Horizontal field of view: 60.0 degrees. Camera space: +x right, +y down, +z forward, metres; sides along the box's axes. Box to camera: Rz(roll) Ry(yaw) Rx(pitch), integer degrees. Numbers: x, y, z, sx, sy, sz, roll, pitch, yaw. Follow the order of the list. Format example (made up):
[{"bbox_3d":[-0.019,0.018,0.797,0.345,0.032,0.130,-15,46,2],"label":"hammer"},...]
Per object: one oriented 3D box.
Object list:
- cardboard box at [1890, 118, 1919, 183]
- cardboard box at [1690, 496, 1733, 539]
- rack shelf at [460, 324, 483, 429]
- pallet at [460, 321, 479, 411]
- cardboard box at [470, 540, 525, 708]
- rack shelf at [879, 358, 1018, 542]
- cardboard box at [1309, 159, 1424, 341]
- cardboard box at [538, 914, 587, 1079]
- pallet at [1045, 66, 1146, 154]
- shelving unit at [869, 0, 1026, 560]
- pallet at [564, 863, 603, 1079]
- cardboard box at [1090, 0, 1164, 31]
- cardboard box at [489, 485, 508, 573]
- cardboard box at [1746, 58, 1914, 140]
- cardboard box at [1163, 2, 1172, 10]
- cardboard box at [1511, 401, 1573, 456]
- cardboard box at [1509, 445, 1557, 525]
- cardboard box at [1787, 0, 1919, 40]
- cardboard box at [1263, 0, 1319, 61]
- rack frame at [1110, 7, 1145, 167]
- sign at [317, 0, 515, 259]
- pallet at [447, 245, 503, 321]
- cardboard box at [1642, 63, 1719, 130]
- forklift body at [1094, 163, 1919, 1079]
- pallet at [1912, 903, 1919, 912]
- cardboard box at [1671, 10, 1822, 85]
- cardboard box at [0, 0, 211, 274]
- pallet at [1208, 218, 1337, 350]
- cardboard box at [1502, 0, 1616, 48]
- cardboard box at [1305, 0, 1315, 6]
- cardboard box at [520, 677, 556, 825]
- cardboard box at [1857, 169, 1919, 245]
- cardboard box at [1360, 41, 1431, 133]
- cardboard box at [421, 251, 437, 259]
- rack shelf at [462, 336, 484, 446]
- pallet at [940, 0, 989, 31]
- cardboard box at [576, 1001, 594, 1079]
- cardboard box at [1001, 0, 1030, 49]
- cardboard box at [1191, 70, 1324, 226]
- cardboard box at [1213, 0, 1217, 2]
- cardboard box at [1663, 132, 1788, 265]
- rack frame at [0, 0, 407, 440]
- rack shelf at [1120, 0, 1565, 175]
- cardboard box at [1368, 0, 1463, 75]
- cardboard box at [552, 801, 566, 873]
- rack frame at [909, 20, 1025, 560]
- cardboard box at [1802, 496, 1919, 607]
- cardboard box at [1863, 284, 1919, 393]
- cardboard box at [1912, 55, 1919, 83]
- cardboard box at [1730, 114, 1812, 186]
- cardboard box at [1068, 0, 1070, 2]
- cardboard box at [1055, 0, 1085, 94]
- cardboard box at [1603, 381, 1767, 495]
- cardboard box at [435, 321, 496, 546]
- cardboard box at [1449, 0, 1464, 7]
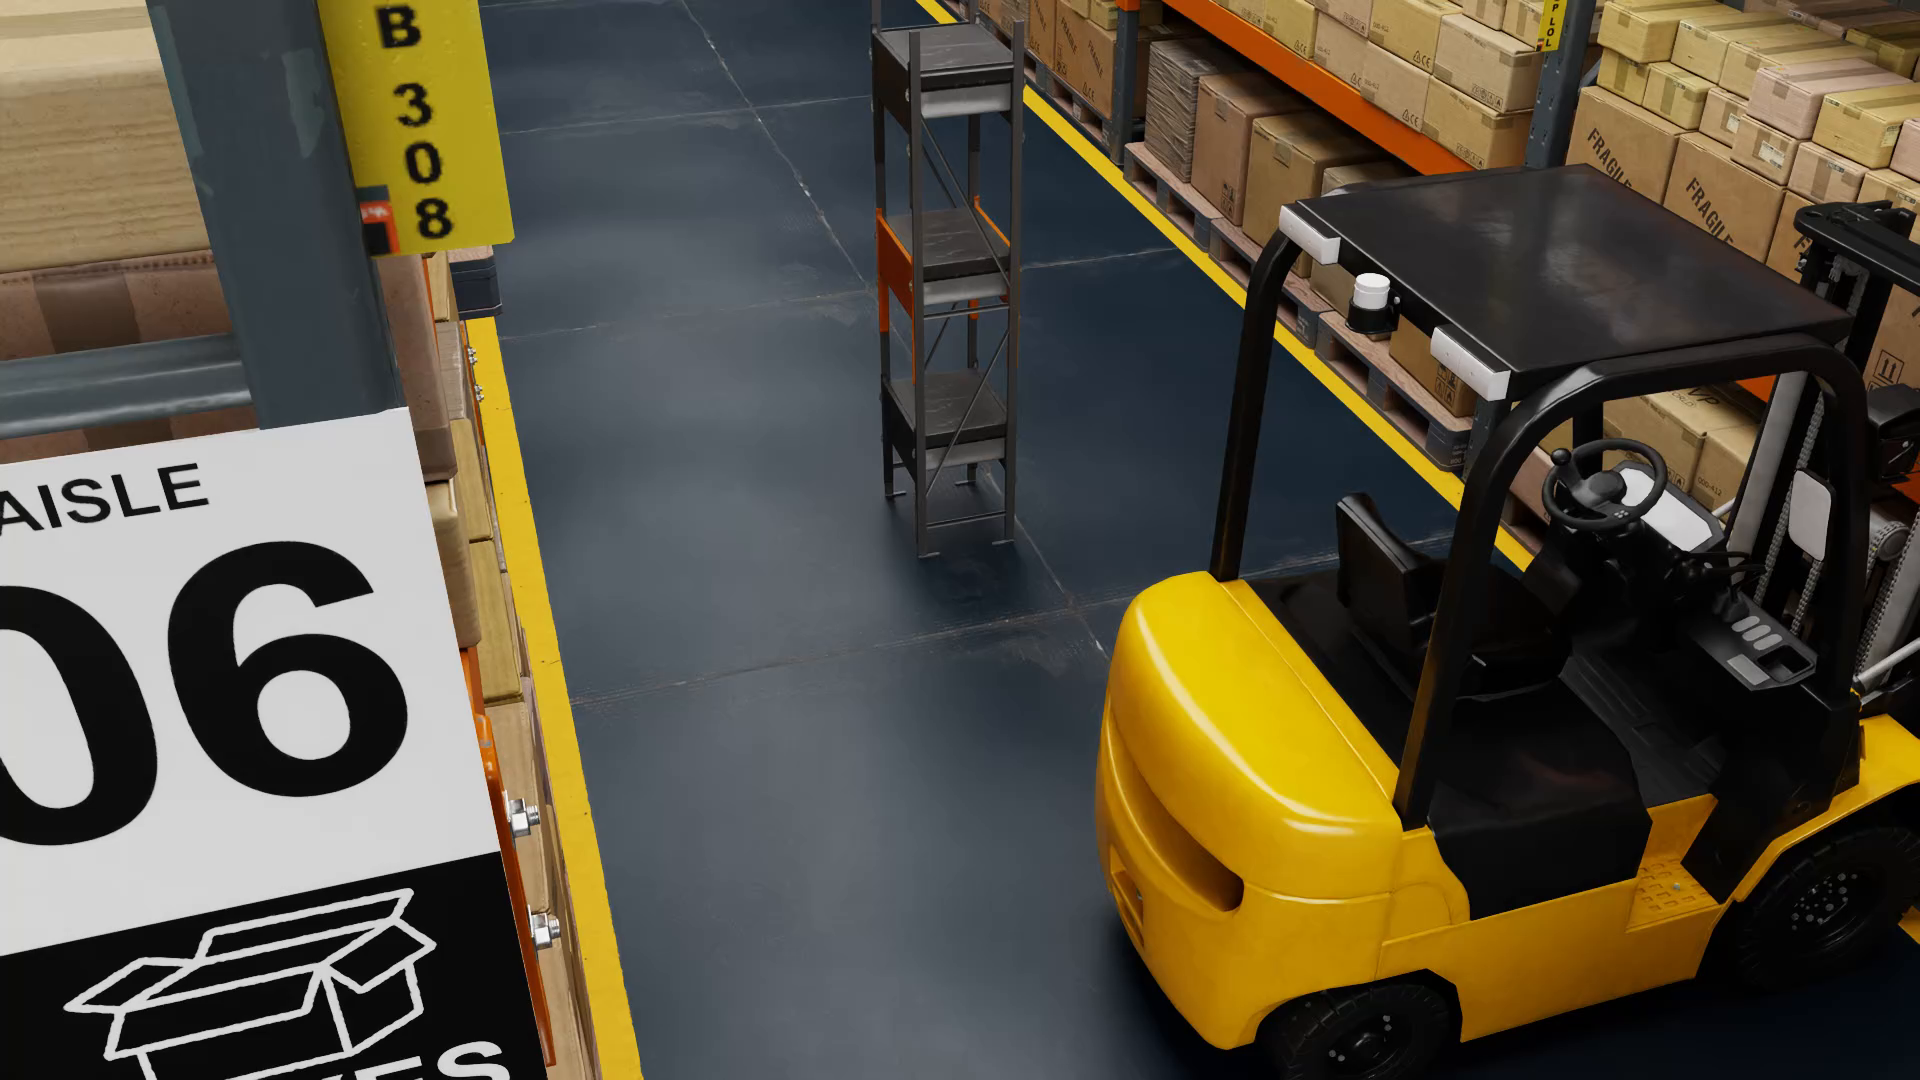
[{"bbox_3d":[2.927,-1.113,4.765,0.380,0.149,0.250,-10,35,-15],"label":"cardboard box"},{"bbox_3d":[2.795,0.042,5.625,0.500,0.250,0.500,-10,35,-15],"label":"cardboard box"},{"bbox_3d":[-2.693,-1.471,6.907,1.077,0.370,4.000,-10,35,-15],"label":"rack shelf"},{"bbox_3d":[-2.697,-0.607,7.478,1.003,0.211,1.213,-10,35,-15],"label":"pallet"},{"bbox_3d":[-1.060,0.380,3.094,0.500,0.500,0.500,-11,35,-16],"label":"cardboard box"},{"bbox_3d":[-0.050,-0.368,6.696,0.431,0.518,0.480,-10,35,-15],"label":"rack shelf"},{"bbox_3d":[2.244,-1.423,7.955,0.875,0.625,0.625,-10,35,-15],"label":"cardboard box"},{"bbox_3d":[-0.743,0.918,2.279,0.500,0.500,0.500,-11,35,-15],"label":"cardboard box"},{"bbox_3d":[1.232,-2.892,10.936,1.003,0.211,1.213,-10,35,-15],"label":"pallet"},{"bbox_3d":[-0.050,-0.963,6.303,0.431,2.100,0.503,-10,35,-15],"label":"shelving unit"},{"bbox_3d":[-1.468,1.431,4.393,1.003,0.211,1.213,-10,35,-15],"label":"pallet"},{"bbox_3d":[1.031,-3.277,10.287,0.380,0.149,0.250,-12,35,-17],"label":"cardboard box"},{"bbox_3d":[-1.646,0.204,5.153,0.500,0.500,0.500,-10,35,-15],"label":"cardboard box"},{"bbox_3d":[2.691,-1.370,5.153,0.380,0.149,0.250,-9,35,-14],"label":"cardboard box"},{"bbox_3d":[1.431,-3.319,10.939,0.500,0.500,0.500,-10,35,-15],"label":"cardboard box"},{"bbox_3d":[2.497,-0.488,6.427,0.500,0.250,0.500,-10,35,-15],"label":"cardboard box"},{"bbox_3d":[2.476,-0.276,6.560,0.500,0.250,0.500,-10,35,-14],"label":"cardboard box"},{"bbox_3d":[3.066,-1.738,5.711,0.380,0.149,0.250,-11,35,-16],"label":"cardboard box"},{"bbox_3d":[1.795,-2.514,7.970,0.500,0.250,0.500,-9,34,-13],"label":"cardboard box"},{"bbox_3d":[1.423,-3.657,9.564,1.000,3.000,0.127,-10,35,-15],"label":"rack frame"},{"bbox_3d":[-0.346,-0.328,1.012,0.100,0.325,0.005,-10,35,-15],"label":"sign"},{"bbox_3d":[-2.177,-1.066,5.817,1.003,0.211,1.213,-10,35,-15],"label":"pallet"},{"bbox_3d":[2.571,-1.522,5.654,0.380,0.149,0.250,-9,35,-14],"label":"cardboard box"},{"bbox_3d":[1.548,0.208,4.484,2.313,2.155,1.214,-10,35,-15],"label":"forklift body"},{"bbox_3d":[3.222,0.672,5.541,1.003,0.211,1.213,-10,35,-15],"label":"pallet"},{"bbox_3d":[2.641,-1.657,5.588,0.380,0.149,0.250,-9,35,-14],"label":"cardboard box"},{"bbox_3d":[-0.777,-0.321,1.298,0.380,0.149,0.250,-10,35,-15],"label":"cardboard box"},{"bbox_3d":[2.006,-1.416,8.701,1.003,0.211,1.213,-10,35,-15],"label":"pallet"},{"bbox_3d":[2.328,-2.012,6.394,0.380,0.149,0.250,-9,34,-13],"label":"cardboard box"},{"bbox_3d":[1.800,-2.724,7.835,0.500,0.250,0.500,-10,35,-14],"label":"cardboard box"},{"bbox_3d":[-1.333,0.738,4.345,0.500,0.500,0.500,-8,34,-12],"label":"cardboard box"},{"bbox_3d":[2.853,-0.981,4.835,0.380,0.149,0.250,-11,35,-16],"label":"cardboard box"},{"bbox_3d":[2.082,-1.978,7.159,0.500,0.250,0.500,-10,35,-15],"label":"cardboard box"},{"bbox_3d":[-0.906,-0.508,1.944,0.500,0.250,0.500,-11,35,-15],"label":"cardboard box"},{"bbox_3d":[-1.472,0.630,3.729,1.077,0.370,4.000,-10,35,-15],"label":"rack shelf"},{"bbox_3d":[0.487,-4.173,12.874,1.003,0.211,1.213,-10,35,-15],"label":"pallet"},{"bbox_3d":[-1.017,1.282,3.521,0.500,0.500,0.500,-11,35,-17],"label":"cardboard box"},{"bbox_3d":[0.609,-3.784,11.642,0.500,0.500,0.500,-11,35,-16],"label":"cardboard box"},{"bbox_3d":[1.807,-2.170,9.087,0.875,0.625,0.625,-9,34,-13],"label":"cardboard box"},{"bbox_3d":[1.475,-3.056,8.790,0.500,0.250,0.500,-11,35,-16],"label":"cardboard box"},{"bbox_3d":[2.705,-1.051,5.530,0.500,0.500,0.500,-9,35,-14],"label":"cardboard box"},{"bbox_3d":[-0.862,-1.123,0.288,1.000,3.000,0.127,-10,35,-15],"label":"rack frame"},{"bbox_3d":[2.033,-2.307,8.173,1.077,0.370,4.000,-10,35,-15],"label":"rack shelf"},{"bbox_3d":[2.086,-2.187,7.021,0.500,0.250,0.500,-11,35,-16],"label":"cardboard box"},{"bbox_3d":[-1.474,0.794,4.940,0.500,0.250,0.500,-11,35,-16],"label":"cardboard box"},{"bbox_3d":[0.024,-0.835,6.109,0.400,2.100,0.015,-10,35,-15],"label":"rack frame"},{"bbox_3d":[2.954,0.111,5.068,0.500,0.250,0.500,-11,35,-16],"label":"cardboard box"},{"bbox_3d":[2.994,-0.518,4.723,0.500,0.500,0.500,-10,35,-14],"label":"cardboard box"},{"bbox_3d":[3.295,-1.481,5.321,0.380,0.149,0.250,-11,35,-16],"label":"cardboard box"},{"bbox_3d":[2.681,-1.248,5.239,0.380,0.149,0.250,-9,35,-14],"label":"cardboard box"},{"bbox_3d":[0.880,-3.561,10.716,0.380,0.149,0.250,-11,35,-16],"label":"cardboard box"},{"bbox_3d":[0.947,-3.240,10.819,0.500,0.500,0.500,-11,35,-15],"label":"cardboard box"},{"bbox_3d":[2.639,-0.426,5.879,0.500,0.250,0.500,-10,35,-15],"label":"cardboard box"},{"bbox_3d":[-1.384,-0.154,3.902,0.500,0.500,0.500,-9,35,-13],"label":"cardboard box"},{"bbox_3d":[2.207,-2.281,6.803,0.380,0.149,0.250,-10,35,-15],"label":"cardboard box"}]
